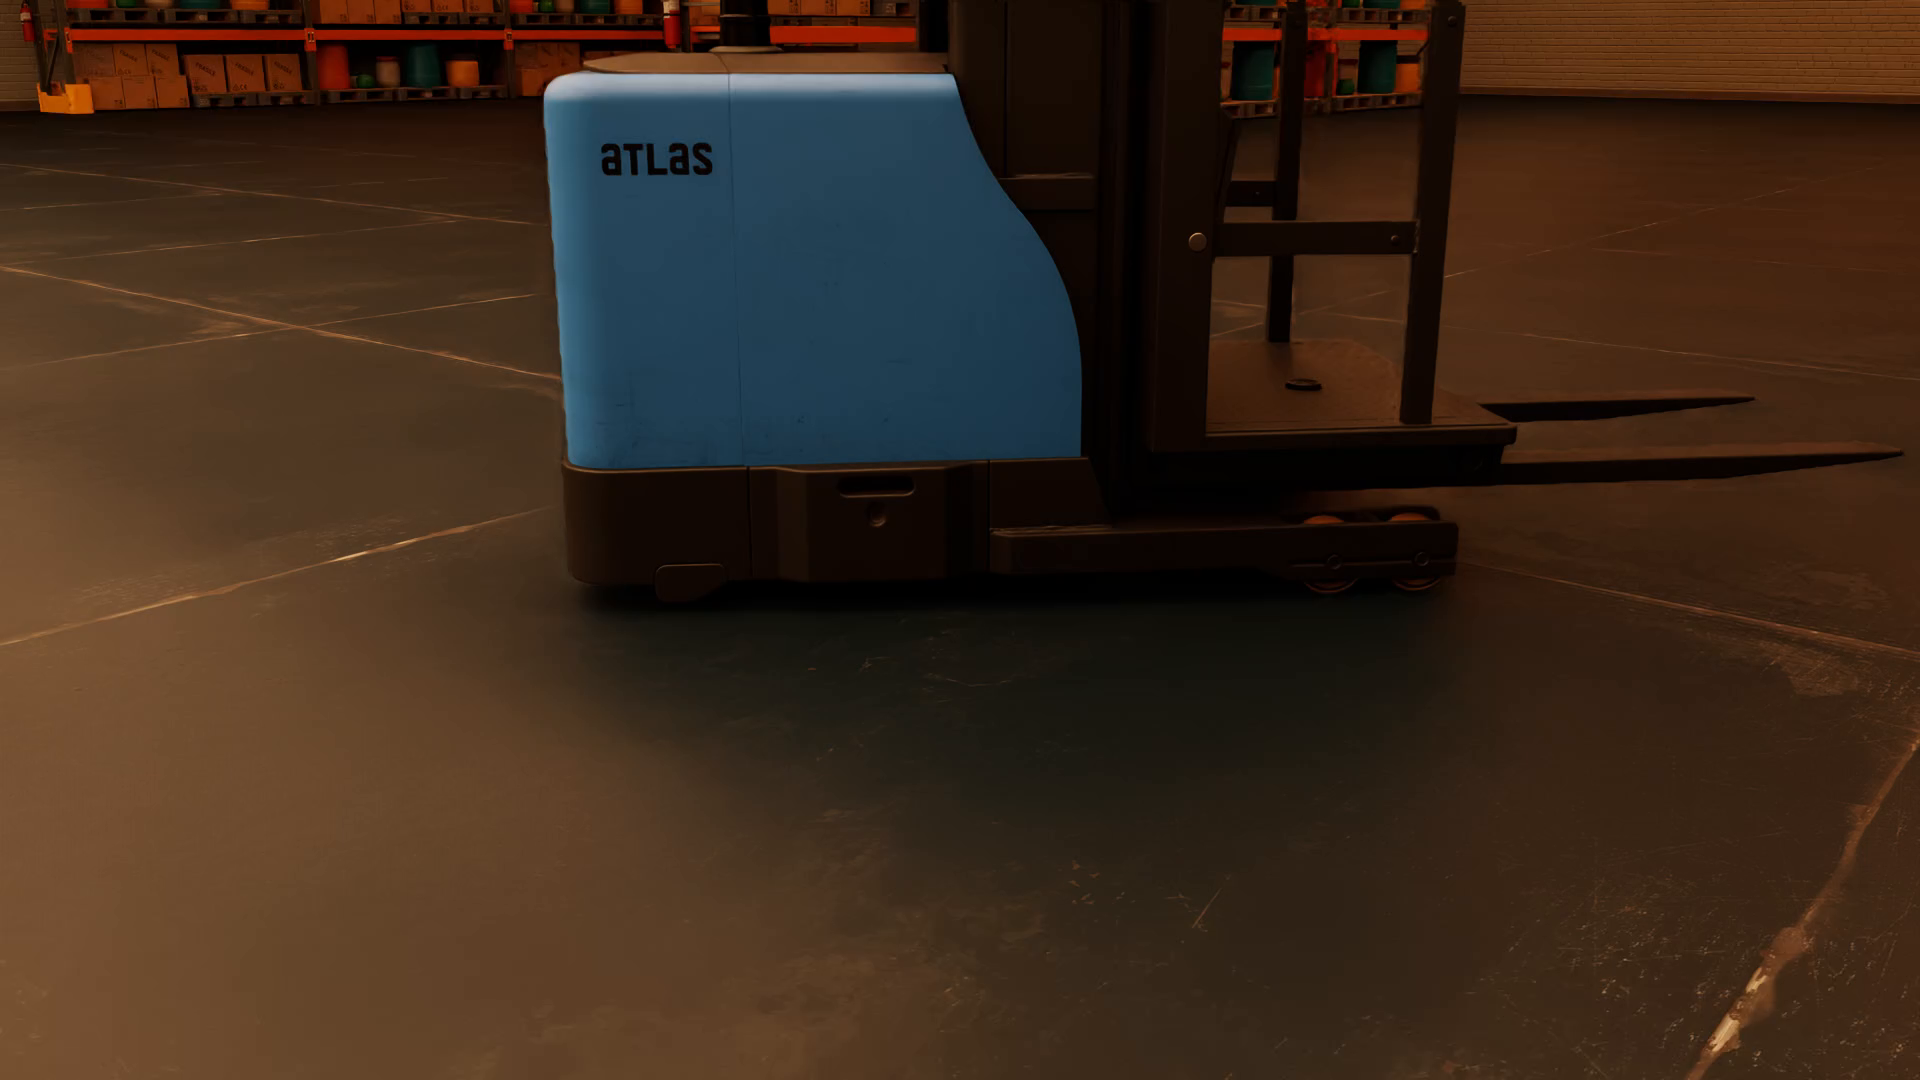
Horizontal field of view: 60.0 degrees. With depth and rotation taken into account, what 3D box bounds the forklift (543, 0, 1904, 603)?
[{"bbox_3d":[0.642,-1.438,3.633,3.031,2.935,1.130,-2,17,-6],"label":"forklift"}]
